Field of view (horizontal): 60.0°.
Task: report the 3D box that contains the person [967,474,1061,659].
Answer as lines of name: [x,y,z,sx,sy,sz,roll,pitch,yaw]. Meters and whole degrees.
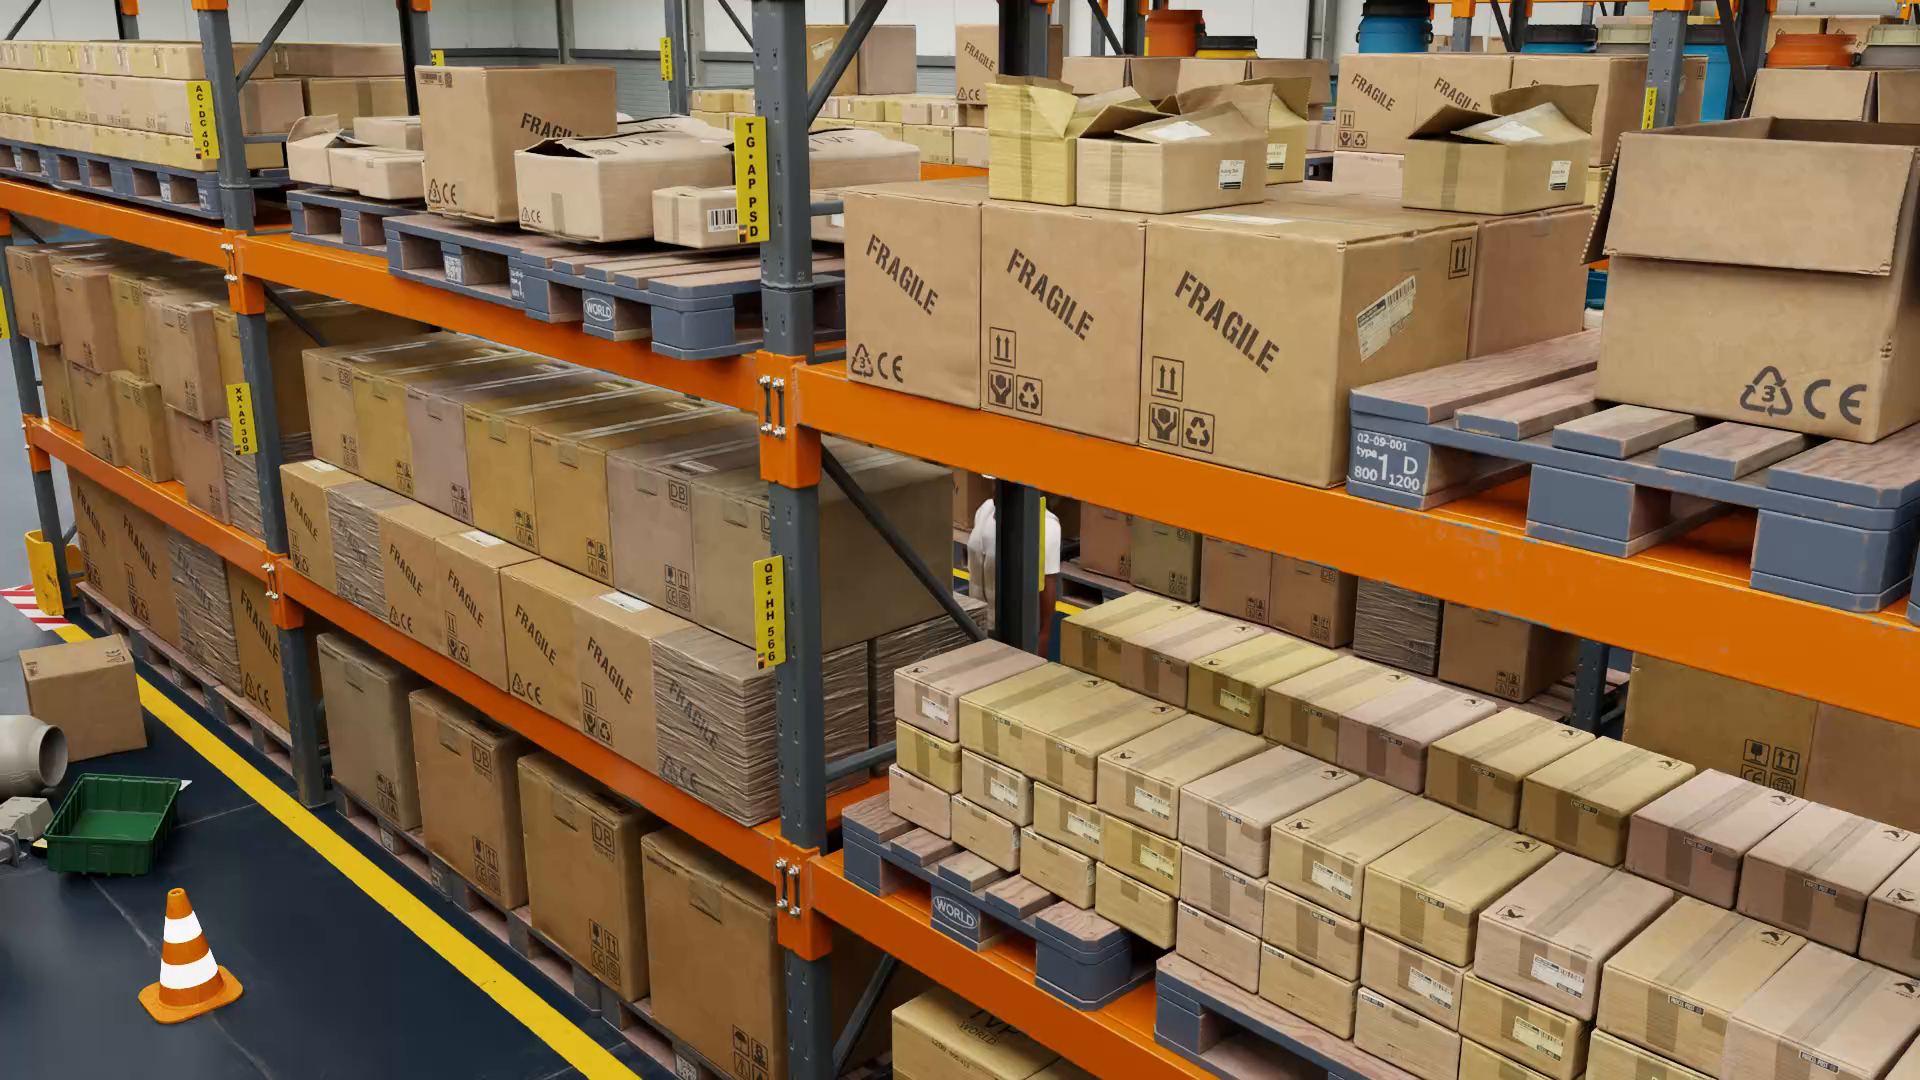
person: [0.218,0.414,8.193,0.440,1.777,0.571,-15,22,-39]
